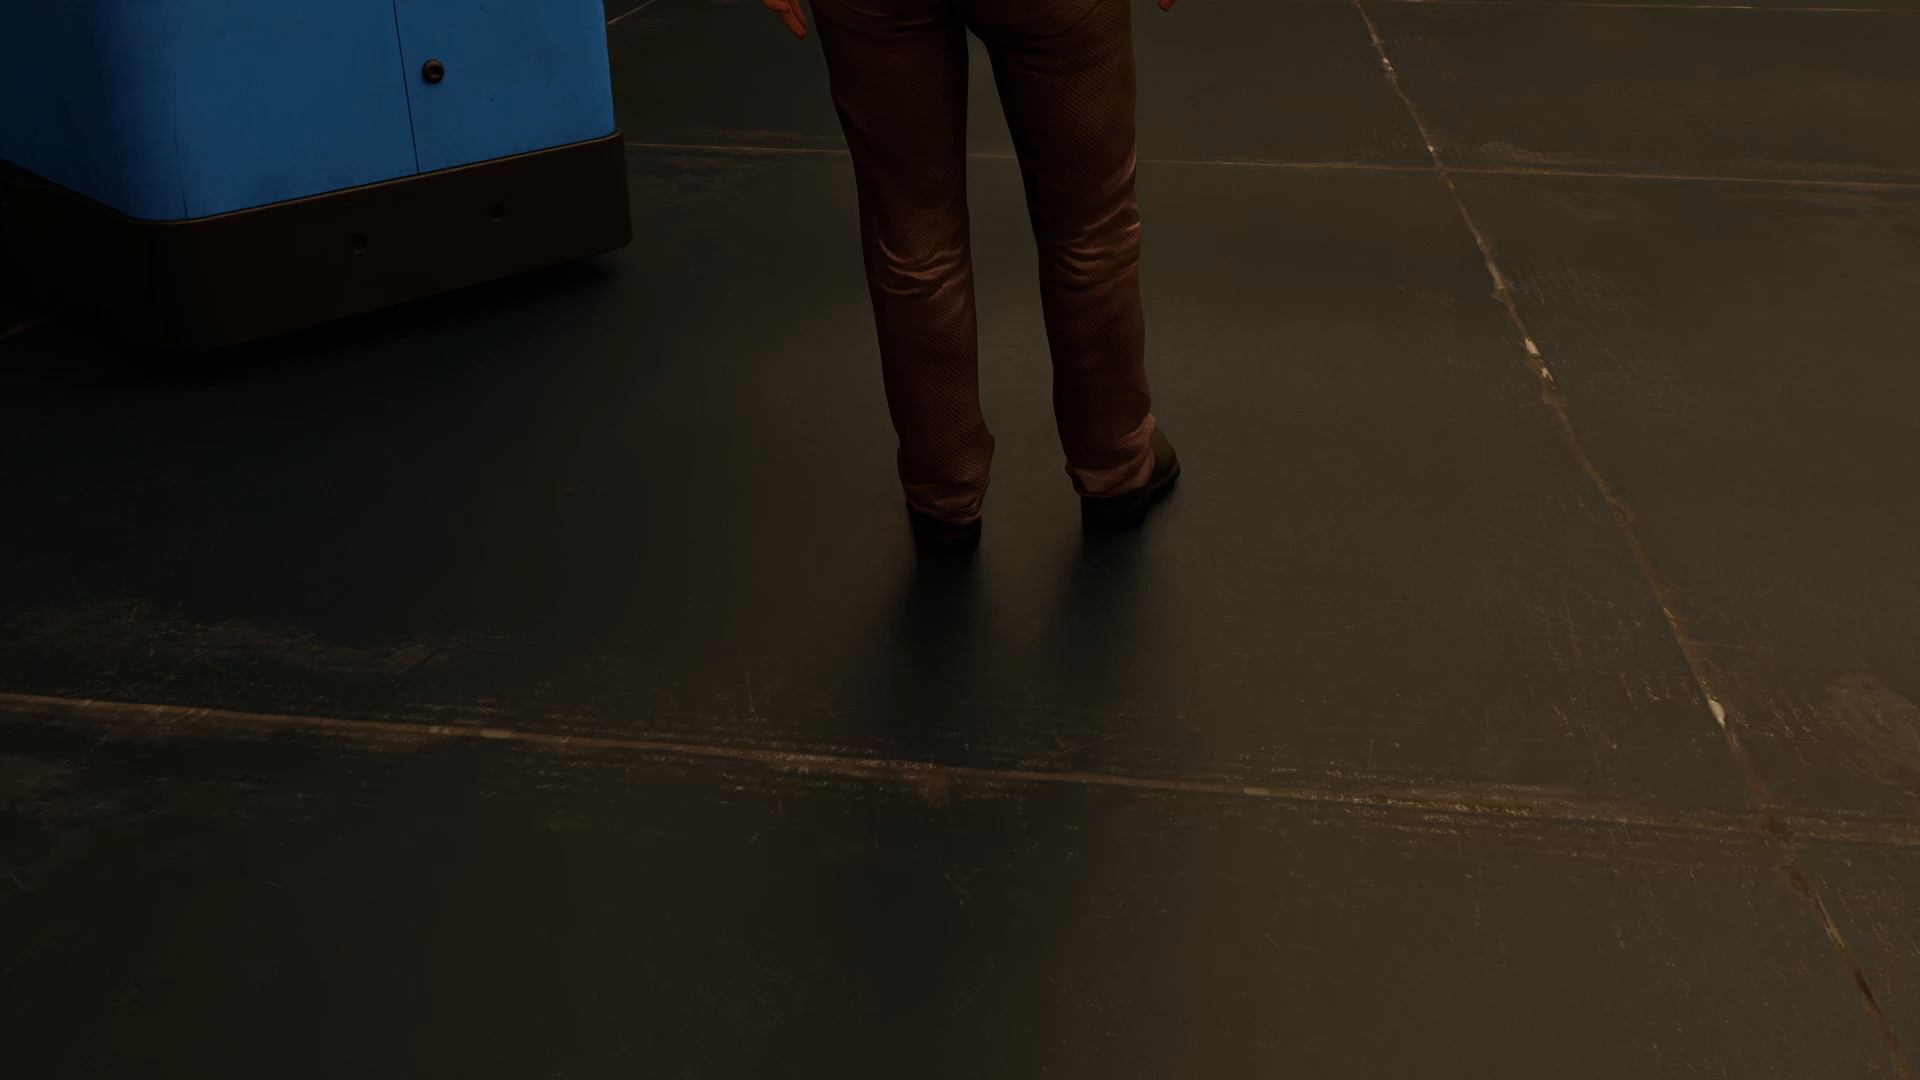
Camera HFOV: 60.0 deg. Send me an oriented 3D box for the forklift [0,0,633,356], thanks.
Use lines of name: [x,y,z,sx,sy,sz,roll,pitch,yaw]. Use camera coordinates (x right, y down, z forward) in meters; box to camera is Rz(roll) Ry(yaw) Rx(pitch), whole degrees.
forklift: [-2.135,-2.203,3.633,3.031,2.935,1.130,23,35,38]

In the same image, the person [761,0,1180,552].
person: [0.017,-0.808,2.174,0.633,1.721,0.551,3,27,7]
